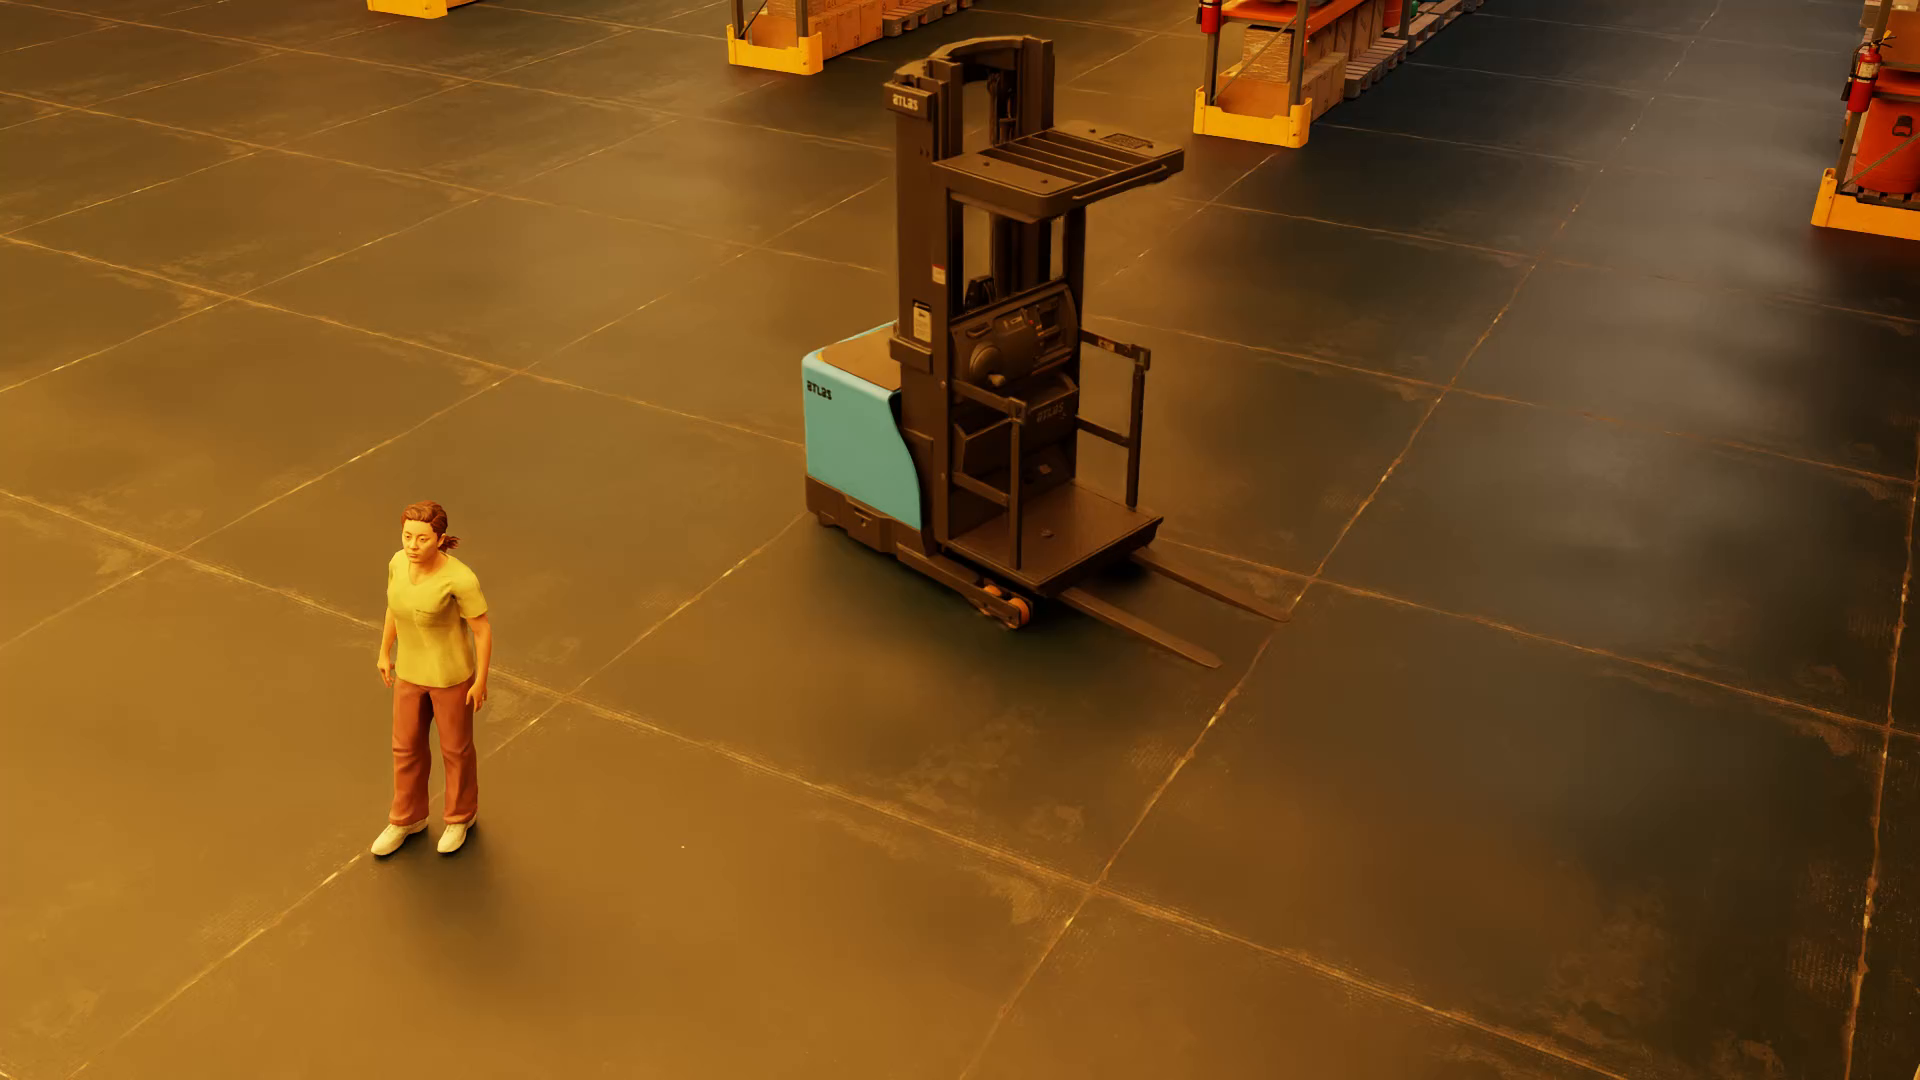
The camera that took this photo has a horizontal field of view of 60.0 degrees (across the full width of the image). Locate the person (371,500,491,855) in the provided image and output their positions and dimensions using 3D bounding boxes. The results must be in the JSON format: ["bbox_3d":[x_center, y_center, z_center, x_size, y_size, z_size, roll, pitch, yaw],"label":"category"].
[{"bbox_3d":[-2.324,0.622,7.234,0.554,1.673,0.548,10,31,17],"label":"person"}]

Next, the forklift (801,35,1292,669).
[{"bbox_3d":[0.455,-1.074,8.932,3.031,2.935,1.130,26,39,37],"label":"forklift"}]
